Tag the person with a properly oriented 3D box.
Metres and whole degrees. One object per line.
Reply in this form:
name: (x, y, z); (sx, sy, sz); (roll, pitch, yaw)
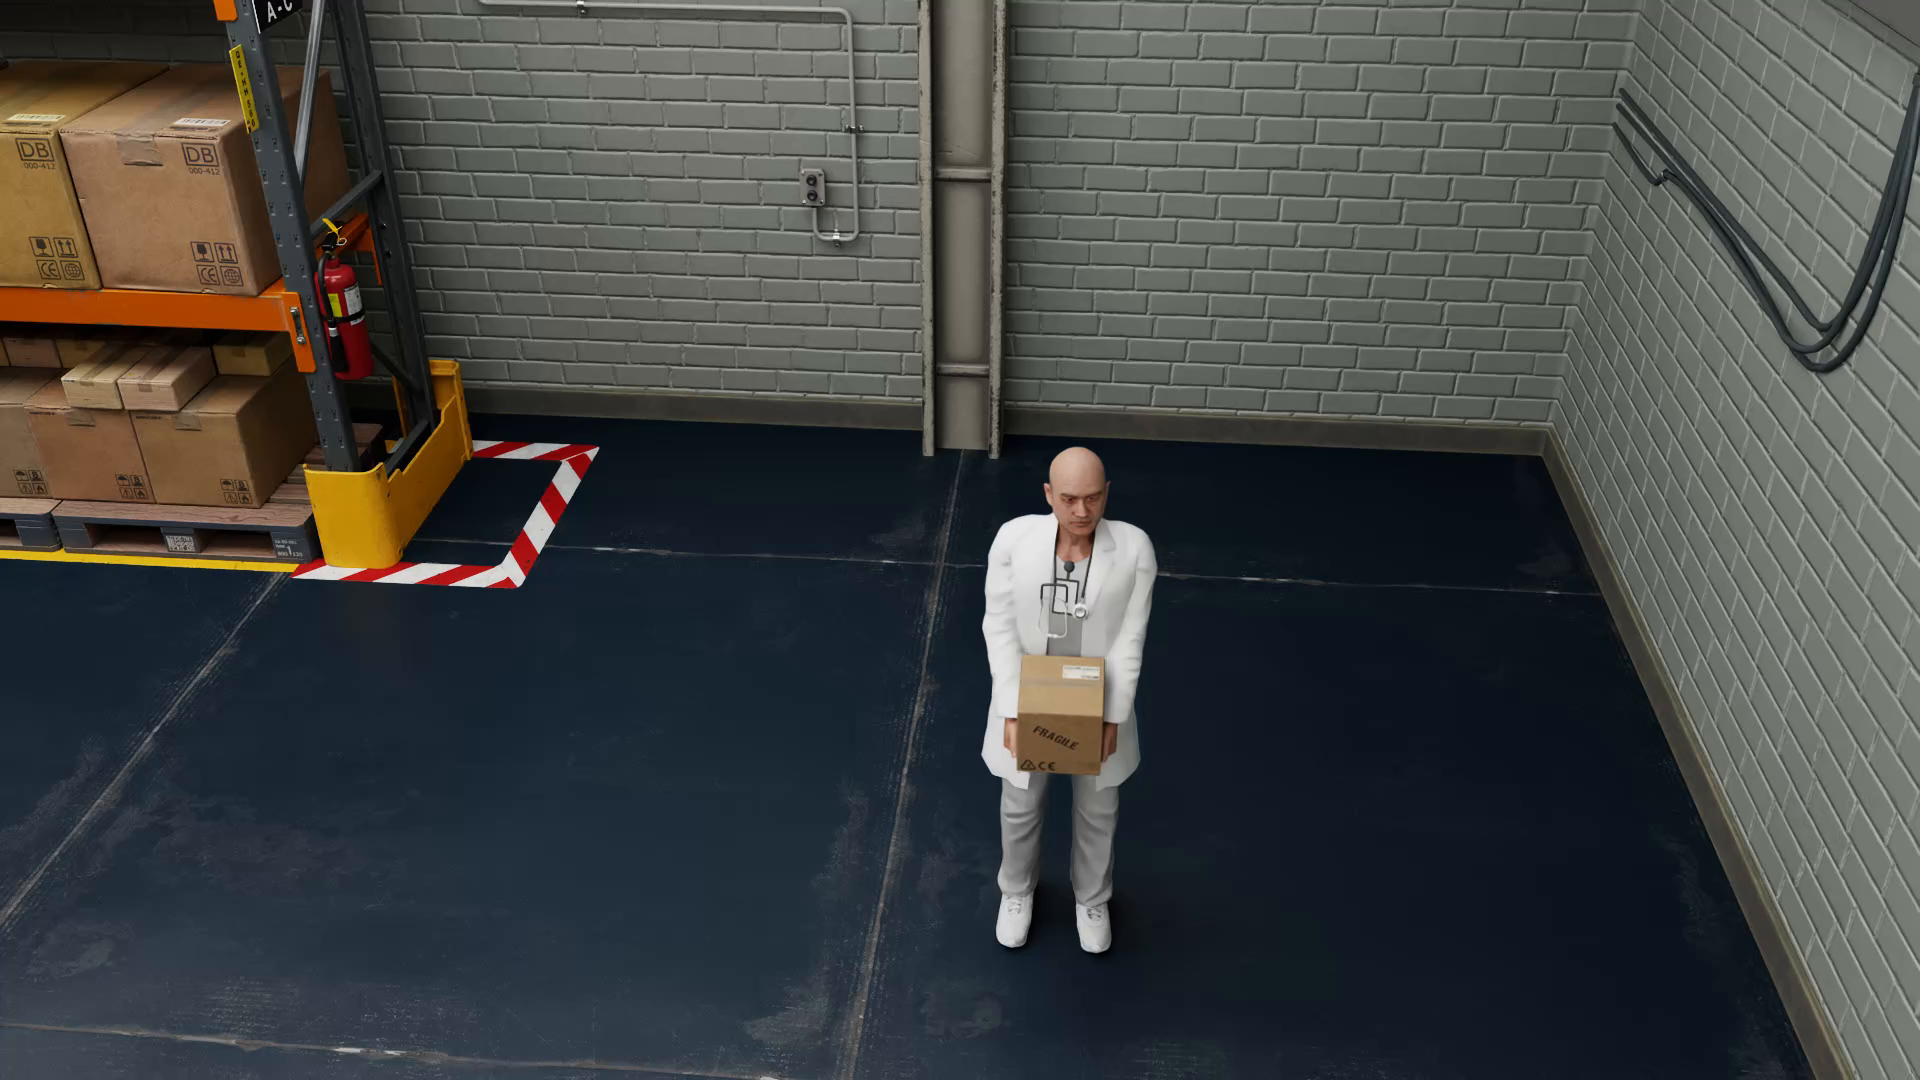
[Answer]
person: (0.325, 0.616, 5.237); (0.526, 1.686, 0.543); (3, 32, 4)
